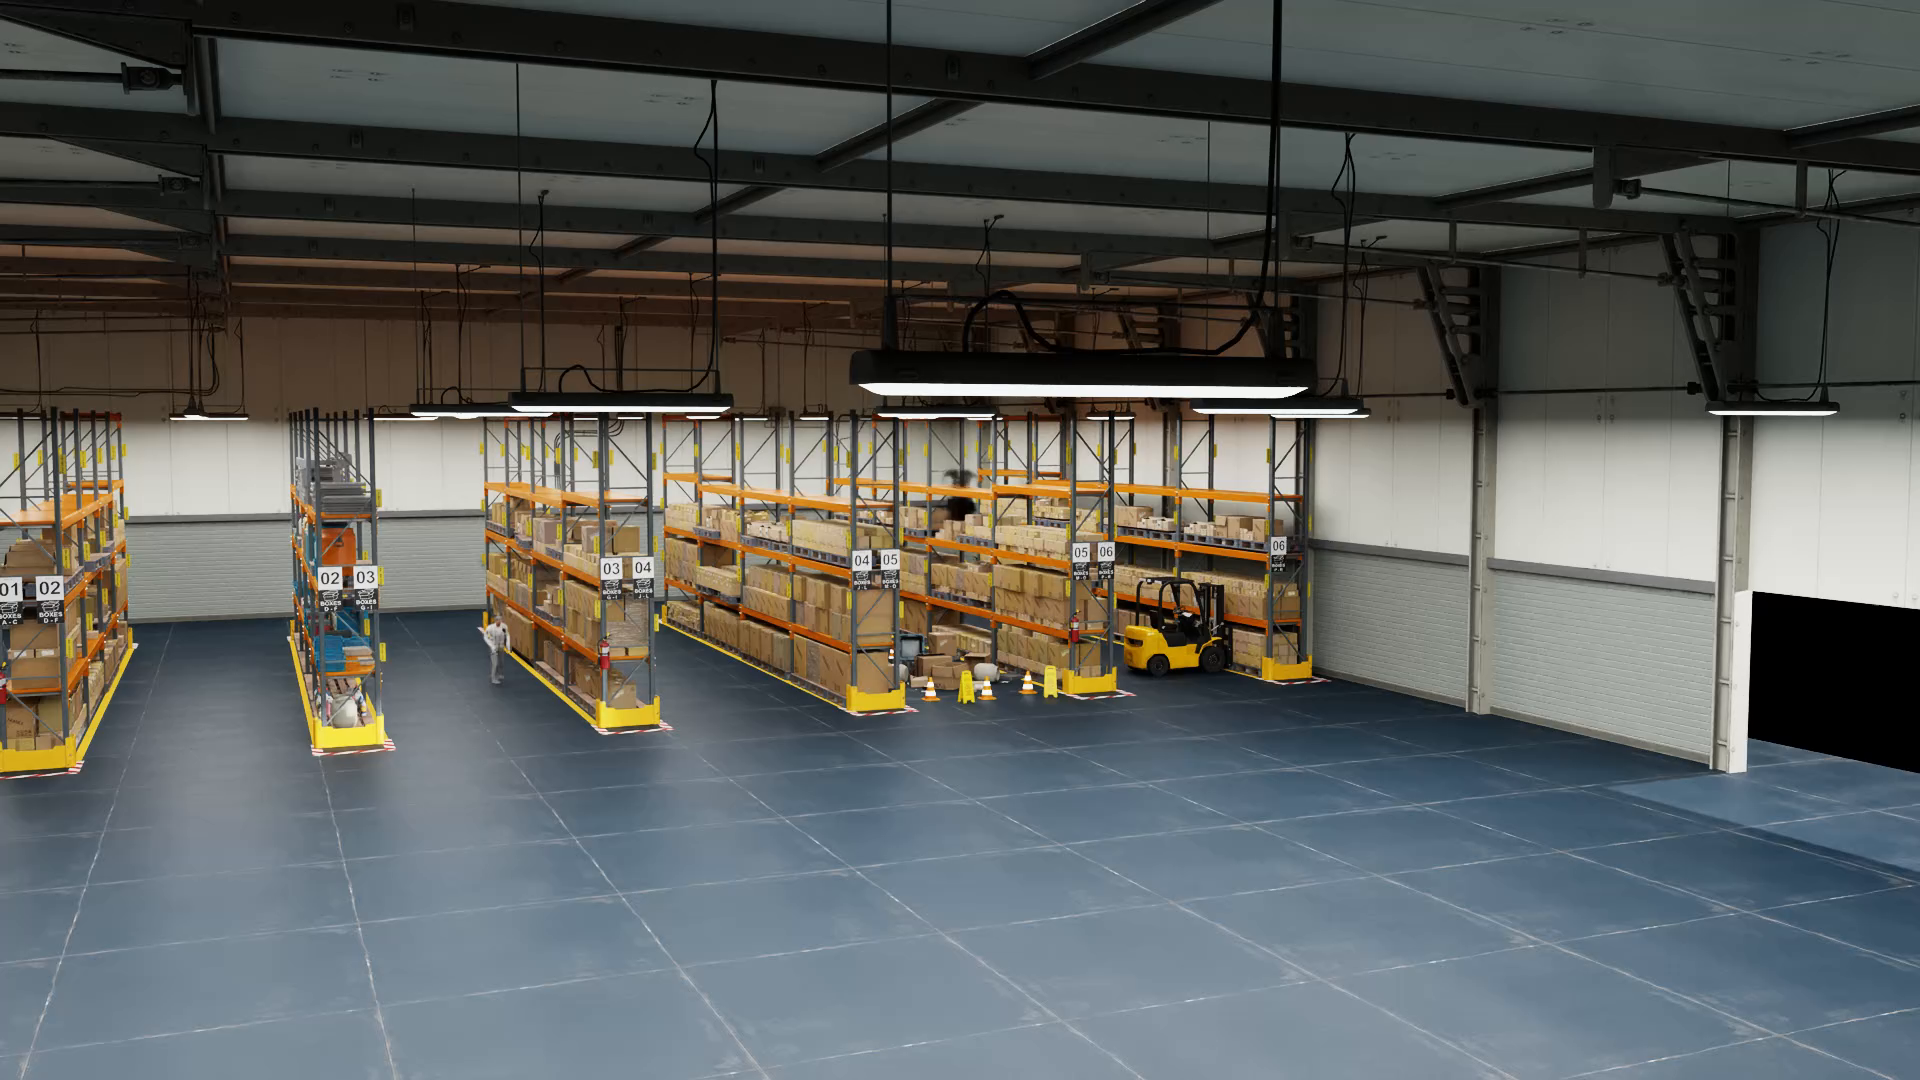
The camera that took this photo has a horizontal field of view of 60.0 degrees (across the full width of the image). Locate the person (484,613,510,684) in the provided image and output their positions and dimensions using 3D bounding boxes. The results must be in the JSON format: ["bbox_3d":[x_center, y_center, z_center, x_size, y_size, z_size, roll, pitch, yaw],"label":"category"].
[{"bbox_3d":[-10.233,2.367,36.630,0.594,1.584,0.790,-3,5,-40],"label":"person"}]
